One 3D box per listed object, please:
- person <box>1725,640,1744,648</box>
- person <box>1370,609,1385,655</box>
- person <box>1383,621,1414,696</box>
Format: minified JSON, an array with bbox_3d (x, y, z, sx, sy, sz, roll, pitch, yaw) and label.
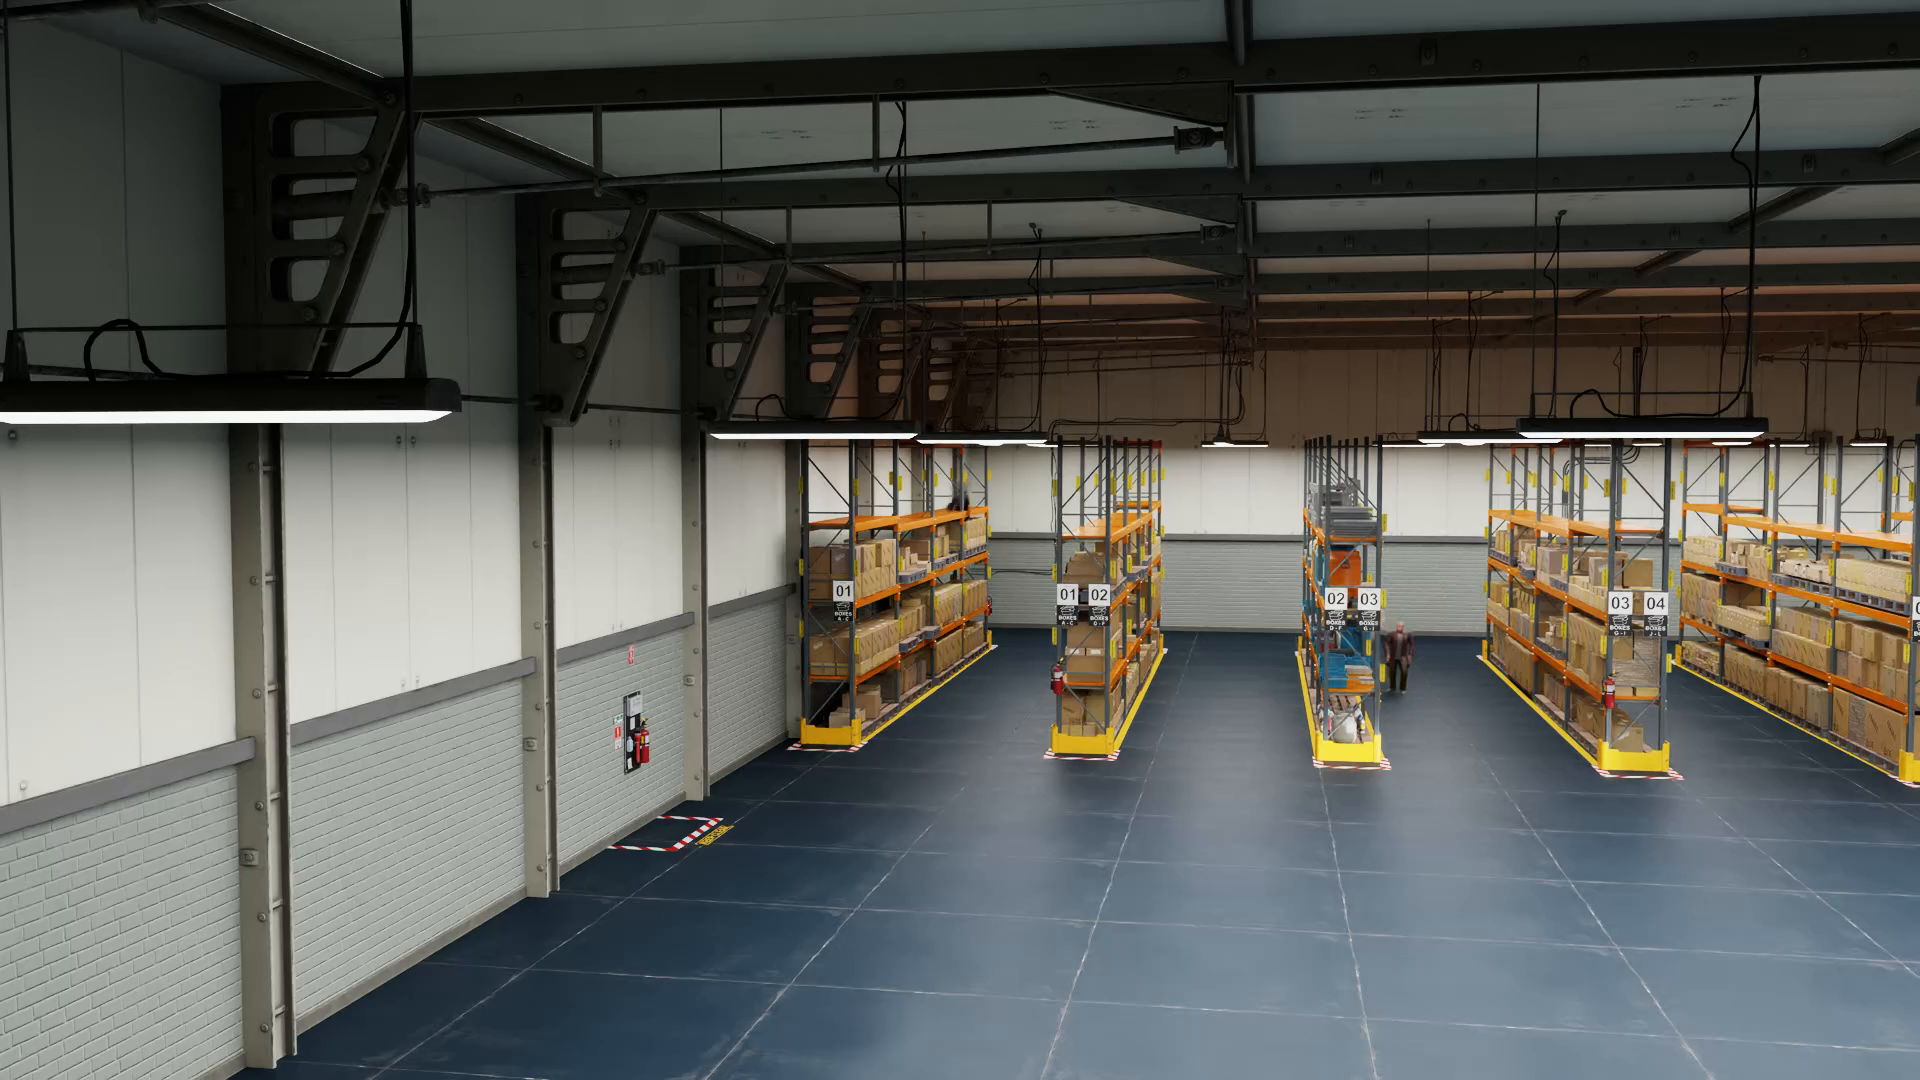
[{"bbox_3d":[21.133,2.408,45.479,0.809,1.736,0.591,0,3,-3],"label":"person"},{"bbox_3d":[11.545,2.372,46.536,0.660,1.726,0.765,-2,4,-34],"label":"person"},{"bbox_3d":[10.296,2.753,39.021,0.701,1.738,0.672,1,3,15],"label":"person"}]
